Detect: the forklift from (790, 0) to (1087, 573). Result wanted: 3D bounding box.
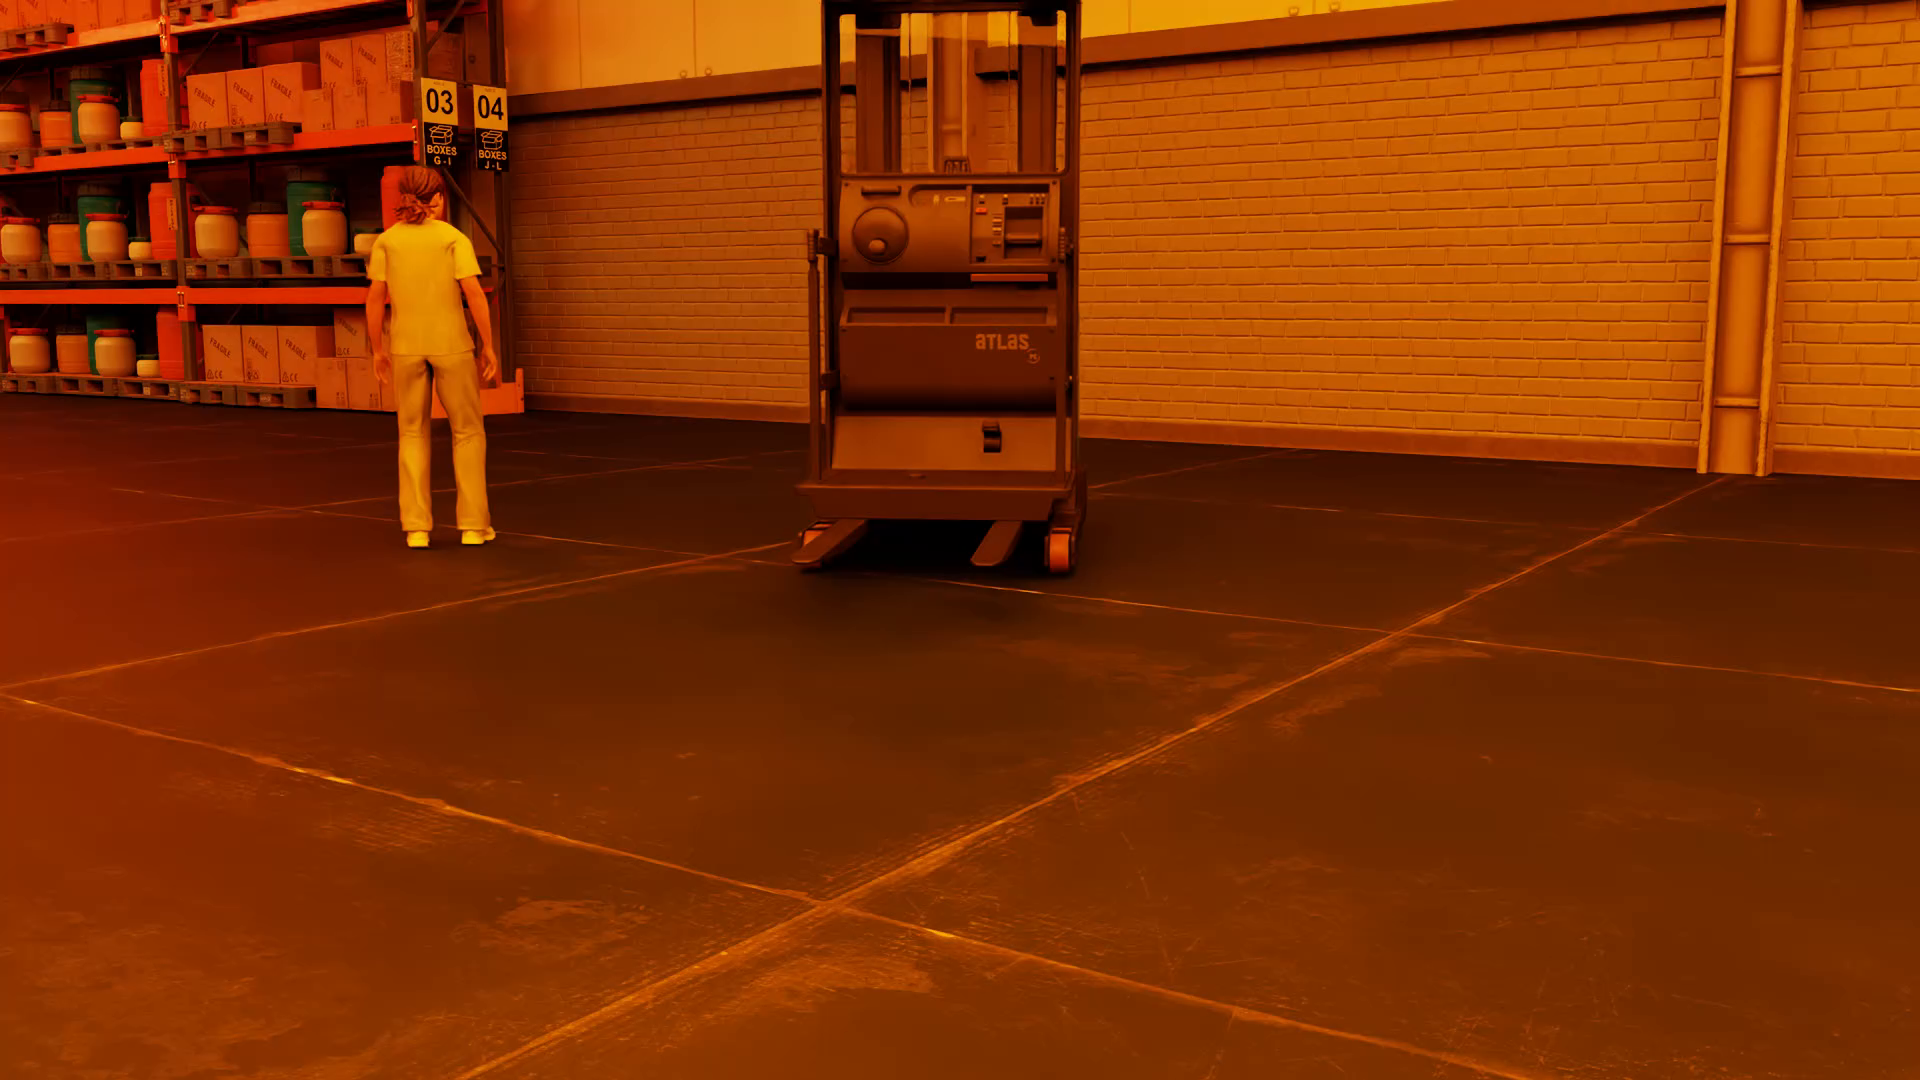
[{"bbox_3d":[-0.064,-1.366,6.796,1.130,2.935,3.031,1,8,6],"label":"forklift"}]

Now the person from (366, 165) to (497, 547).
[{"bbox_3d":[-2.331,-0.810,7.372,0.540,1.670,0.387,-1,8,-5],"label":"person"}]
